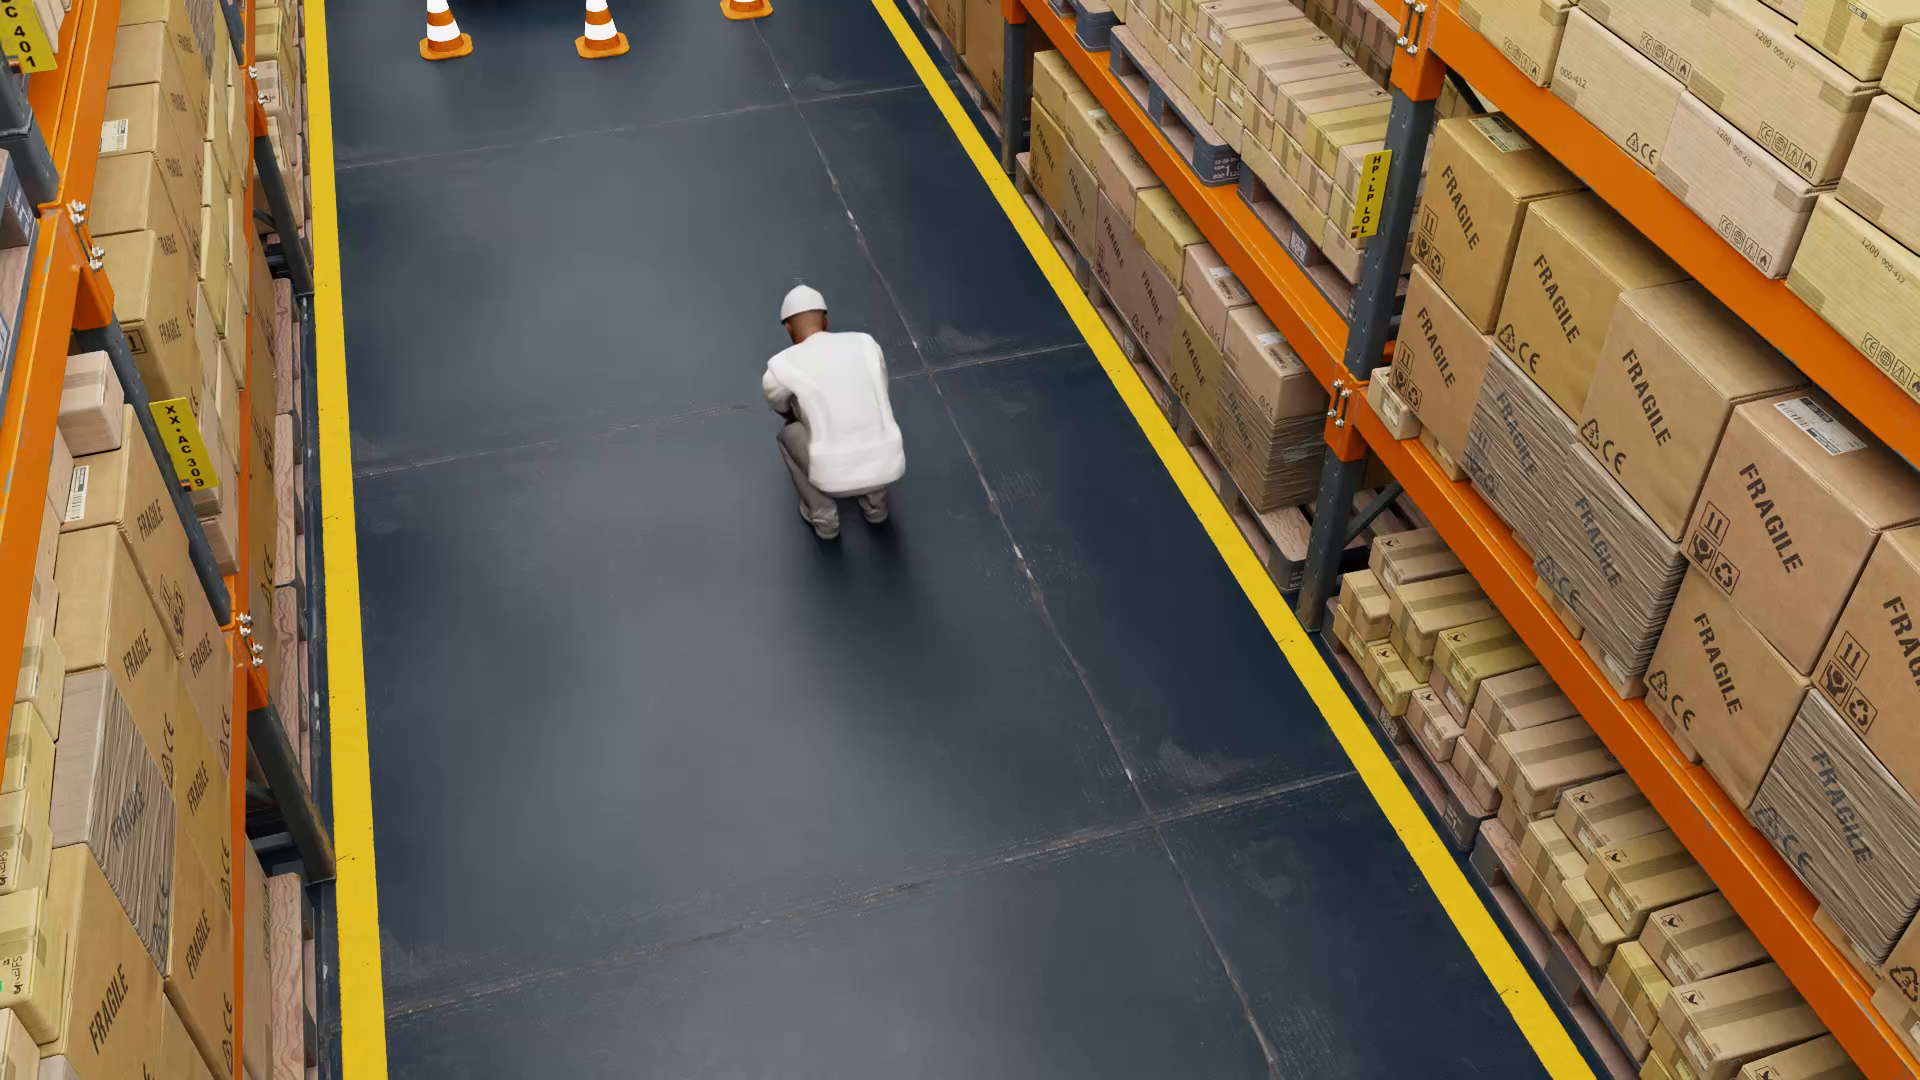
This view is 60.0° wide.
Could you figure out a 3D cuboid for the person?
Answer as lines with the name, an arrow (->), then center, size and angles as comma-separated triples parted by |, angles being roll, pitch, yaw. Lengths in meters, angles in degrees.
person -> -0.560, -0.564, 7.349 | 0.589, 0.999, 0.871 | -12, 43, -13
